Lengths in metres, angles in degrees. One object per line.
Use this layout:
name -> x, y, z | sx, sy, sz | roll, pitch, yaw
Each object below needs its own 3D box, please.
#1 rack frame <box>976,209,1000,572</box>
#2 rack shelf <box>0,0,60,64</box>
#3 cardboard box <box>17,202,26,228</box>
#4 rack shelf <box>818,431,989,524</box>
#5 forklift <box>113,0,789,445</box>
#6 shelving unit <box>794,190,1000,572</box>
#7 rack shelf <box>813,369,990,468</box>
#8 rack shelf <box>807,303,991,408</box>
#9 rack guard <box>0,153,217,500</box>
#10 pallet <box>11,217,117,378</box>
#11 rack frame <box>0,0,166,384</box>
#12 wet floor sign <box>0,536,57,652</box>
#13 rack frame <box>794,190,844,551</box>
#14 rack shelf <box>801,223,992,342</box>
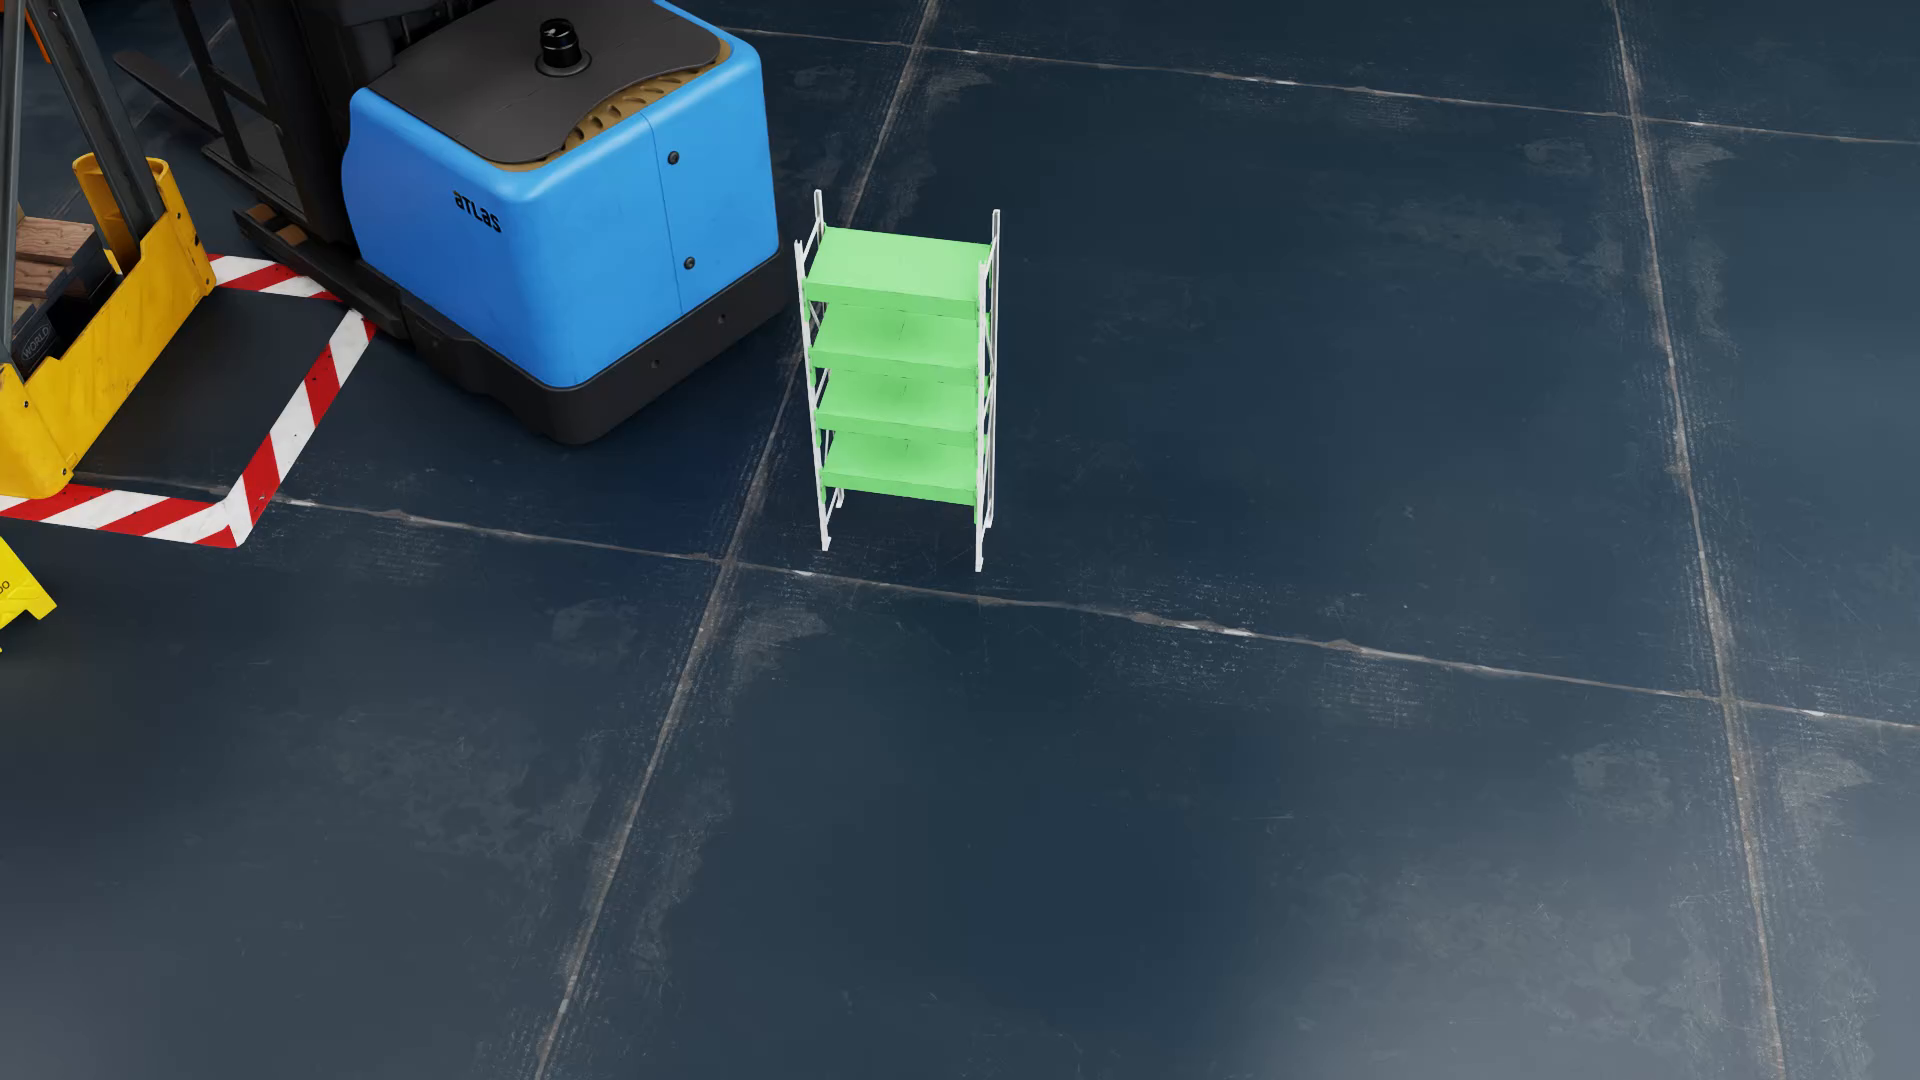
rack frame -> 0.077, -0.391, 4.794 | 0.015, 1.200, 0.240 | 8, 49, 7
rack shelf -> -4.883, -1.590, 5.146 | 4.000, 0.370, 1.077 | 8, 49, 7
cardboard box -> -3.659, -1.097, 5.785 | 0.500, 0.250, 0.500 | 7, 48, 7
rack shelf -> -0.163, -0.220, 5.049 | 0.480, 0.148, 0.258 | 8, 49, 7
forklift -> -2.056, -2.240, 5.292 | 3.031, 2.935, 1.130 | 33, 56, 26
shelving unit -> -0.163, -0.423, 4.823 | 0.503, 1.200, 0.258 | 8, 49, 7
rack shelf -> -0.163, -0.380, 4.871 | 0.480, 0.148, 0.258 | 8, 49, 7
rack shelf -> -0.163, -0.541, 4.692 | 0.480, 0.148, 0.258 | 8, 49, 7
rack guard -> -2.989, -0.741, 5.580 | 0.348, 0.500, 1.175 | 8, 49, 7
pallet -> -3.783, -0.778, 5.807 | 1.213, 0.211, 1.003 | 8, 49, 7
rack frame -> -2.915, -1.566, 4.641 | 0.127, 3.000, 1.000 | 8, 49, 7
wet floor sign -> -2.918, 0.029, 4.790 | 0.232, 0.644, 0.267 | 23, 52, 20
rack frame -> -0.403, -0.455, 4.852 | 0.015, 1.200, 0.240 | 8, 49, 7
rack shelf -> -0.163, -0.701, 4.514 | 0.480, 0.148, 0.258 | 8, 49, 7
